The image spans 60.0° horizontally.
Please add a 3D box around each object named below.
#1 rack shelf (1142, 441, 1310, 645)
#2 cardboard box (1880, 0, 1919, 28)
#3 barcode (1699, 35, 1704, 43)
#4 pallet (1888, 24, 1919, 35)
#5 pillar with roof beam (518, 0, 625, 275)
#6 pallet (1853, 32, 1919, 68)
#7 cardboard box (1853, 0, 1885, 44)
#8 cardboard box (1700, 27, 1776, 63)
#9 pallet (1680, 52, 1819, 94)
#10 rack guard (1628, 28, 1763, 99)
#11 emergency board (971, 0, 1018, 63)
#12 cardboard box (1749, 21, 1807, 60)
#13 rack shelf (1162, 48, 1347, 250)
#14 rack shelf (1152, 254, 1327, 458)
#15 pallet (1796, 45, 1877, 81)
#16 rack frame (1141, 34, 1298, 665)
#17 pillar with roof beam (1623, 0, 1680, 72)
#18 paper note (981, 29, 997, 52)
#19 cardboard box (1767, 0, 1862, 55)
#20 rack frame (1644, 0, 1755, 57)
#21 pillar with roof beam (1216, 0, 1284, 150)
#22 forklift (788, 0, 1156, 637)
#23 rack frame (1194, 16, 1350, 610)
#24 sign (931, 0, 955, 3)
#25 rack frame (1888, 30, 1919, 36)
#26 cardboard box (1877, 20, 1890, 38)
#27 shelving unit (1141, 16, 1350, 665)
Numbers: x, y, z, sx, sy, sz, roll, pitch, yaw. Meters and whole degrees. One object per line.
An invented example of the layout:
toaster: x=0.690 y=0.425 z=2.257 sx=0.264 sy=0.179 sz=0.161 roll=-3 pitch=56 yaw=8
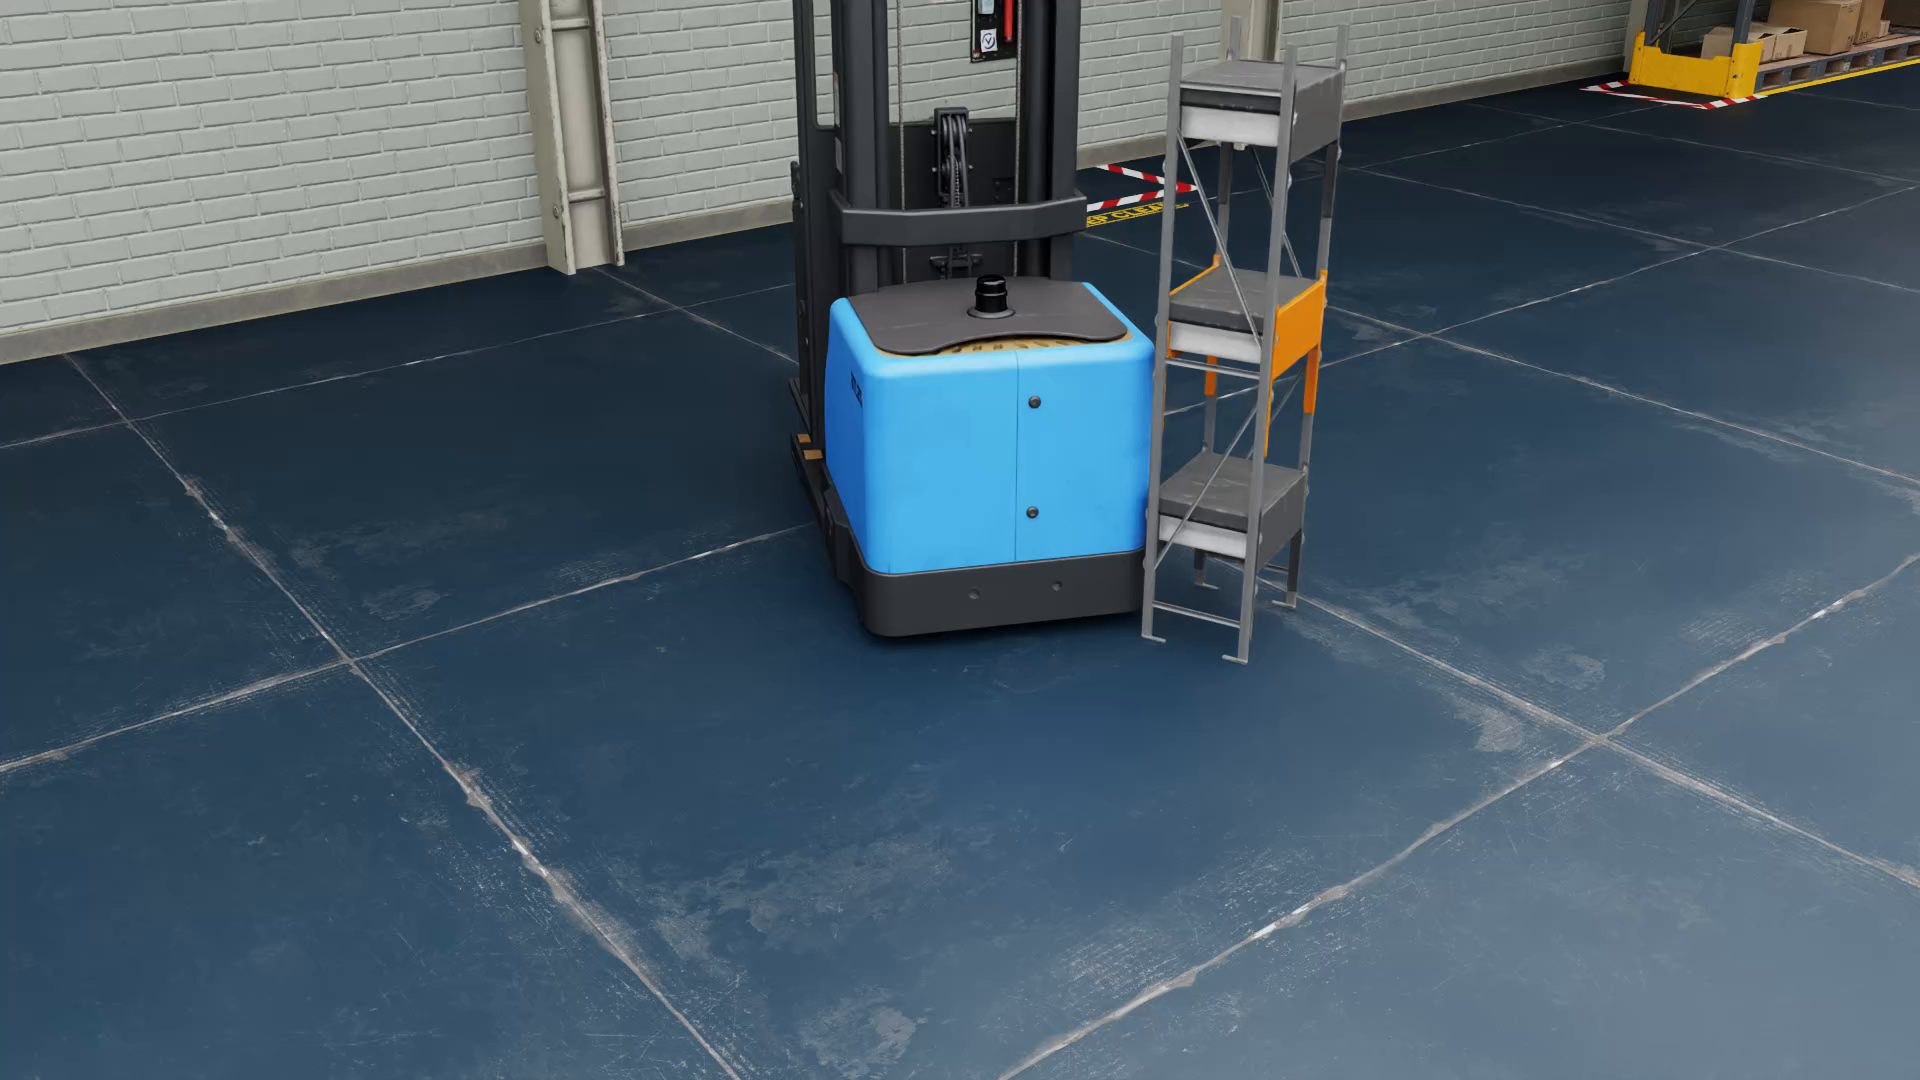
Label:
rack shelf: x=0.951 y=-0.001 z=5.953 sx=0.431 sy=0.518 sz=0.480 roll=14 pitch=28 yaw=27
cardboard box: x=10.780 y=-6.051 z=18.672 sx=0.500 sy=0.500 sz=0.700 roll=-17 pitch=30 yaw=-32
barcode: x=7.431 y=-5.021 z=16.666 sx=0.075 sy=0.075 sz=0.001 roll=-18 pitch=31 yaw=-34
pallet: x=10.823 y=-5.727 z=18.838 sx=1.213 sy=0.211 sz=1.003 roll=-18 pitch=31 yaw=-34
pillar with roof beam: x=0.294 y=-4.396 z=5.532 sx=0.400 sy=9.000 sz=9.100 roll=-18 pitch=31 yaw=-34
pallet: x=9.705 y=-5.338 z=18.000 sx=1.213 sy=0.211 sz=1.003 roll=-18 pitch=31 yaw=-34
cardboard box: x=9.419 y=-5.572 z=17.639 sx=0.500 sy=0.500 sz=0.500 roll=-21 pitch=32 yaw=-38
cardboard box: x=7.664 y=-4.879 z=16.372 sx=0.500 sy=0.311 sz=0.500 roll=-23 pitch=33 yaw=-40
pallet: x=7.784 y=-4.704 z=16.635 sx=1.213 sy=0.211 sz=1.003 roll=-18 pitch=31 yaw=-34
rack guard: x=7.123 y=-4.636 z=16.144 sx=0.348 sy=0.500 sz=1.175 roll=-18 pitch=31 yaw=-34
emergency board: x=0.391 y=-4.030 z=11.870 sx=0.643 sy=1.169 sz=0.194 roll=-18 pitch=31 yaw=-34
cardboard box: x=8.112 y=-5.028 z=16.691 sx=0.500 sy=0.311 sz=0.500 roll=-15 pitch=29 yaw=-30
rack shelf: x=0.950 y=-1.272 z=5.365 sx=0.431 sy=0.518 sz=0.480 roll=14 pitch=28 yaw=27
rack shelf: x=0.951 y=-0.636 z=5.659 sx=0.431 sy=0.518 sz=0.480 roll=14 pitch=28 yaw=27
pallet: x=8.744 y=-5.019 z=17.314 sx=1.213 sy=0.211 sz=1.003 roll=-18 pitch=31 yaw=-34
rack frame: x=0.828 y=-0.560 z=5.461 sx=0.400 sy=2.100 sz=0.015 roll=14 pitch=28 yaw=27
pillar with roof beam: x=9.737 y=-7.513 z=12.249 sx=0.400 sy=9.000 sz=9.100 roll=-18 pitch=31 yaw=-34
paper note: x=0.209 y=-3.607 z=12.006 sx=0.142 sy=0.148 sz=0.016 roll=-18 pitch=31 yaw=-34
cardboard box: x=8.720 y=-5.287 z=17.026 sx=0.500 sy=0.500 sz=0.700 roll=-21 pitch=32 yaw=-37
rack frame: x=7.064 y=-5.750 z=15.576 sx=0.127 sy=3.000 sz=1.000 roll=-18 pitch=31 yaw=-34
pillar with roof beam: x=5.016 y=-5.954 z=8.891 sx=0.400 sy=9.000 sz=9.100 roll=-18 pitch=31 yaw=-34
forklift: x=-0.137 y=-1.585 z=6.684 sx=1.130 sy=2.935 sz=3.031 roll=-5 pitch=25 yaw=-12
rack frame: x=1.073 y=-0.738 z=5.845 sx=0.400 sy=2.100 sz=0.015 roll=14 pitch=28 yaw=27
sign: x=-0.108 y=-3.937 z=11.627 sx=0.234 sy=0.329 sz=0.001 roll=-18 pitch=31 yaw=-34
rack frame: x=10.211 y=-6.789 z=17.814 sx=0.127 sy=3.000 sz=1.000 roll=-18 pitch=31 yaw=-34
cardboard box: x=9.809 y=-5.554 z=17.997 sx=0.380 sy=0.166 sz=0.250 roll=22 pitch=33 yaw=39
shelving unit: x=0.950 y=-0.649 z=5.653 sx=0.431 sy=2.100 sz=0.503 roll=14 pitch=28 yaw=27
